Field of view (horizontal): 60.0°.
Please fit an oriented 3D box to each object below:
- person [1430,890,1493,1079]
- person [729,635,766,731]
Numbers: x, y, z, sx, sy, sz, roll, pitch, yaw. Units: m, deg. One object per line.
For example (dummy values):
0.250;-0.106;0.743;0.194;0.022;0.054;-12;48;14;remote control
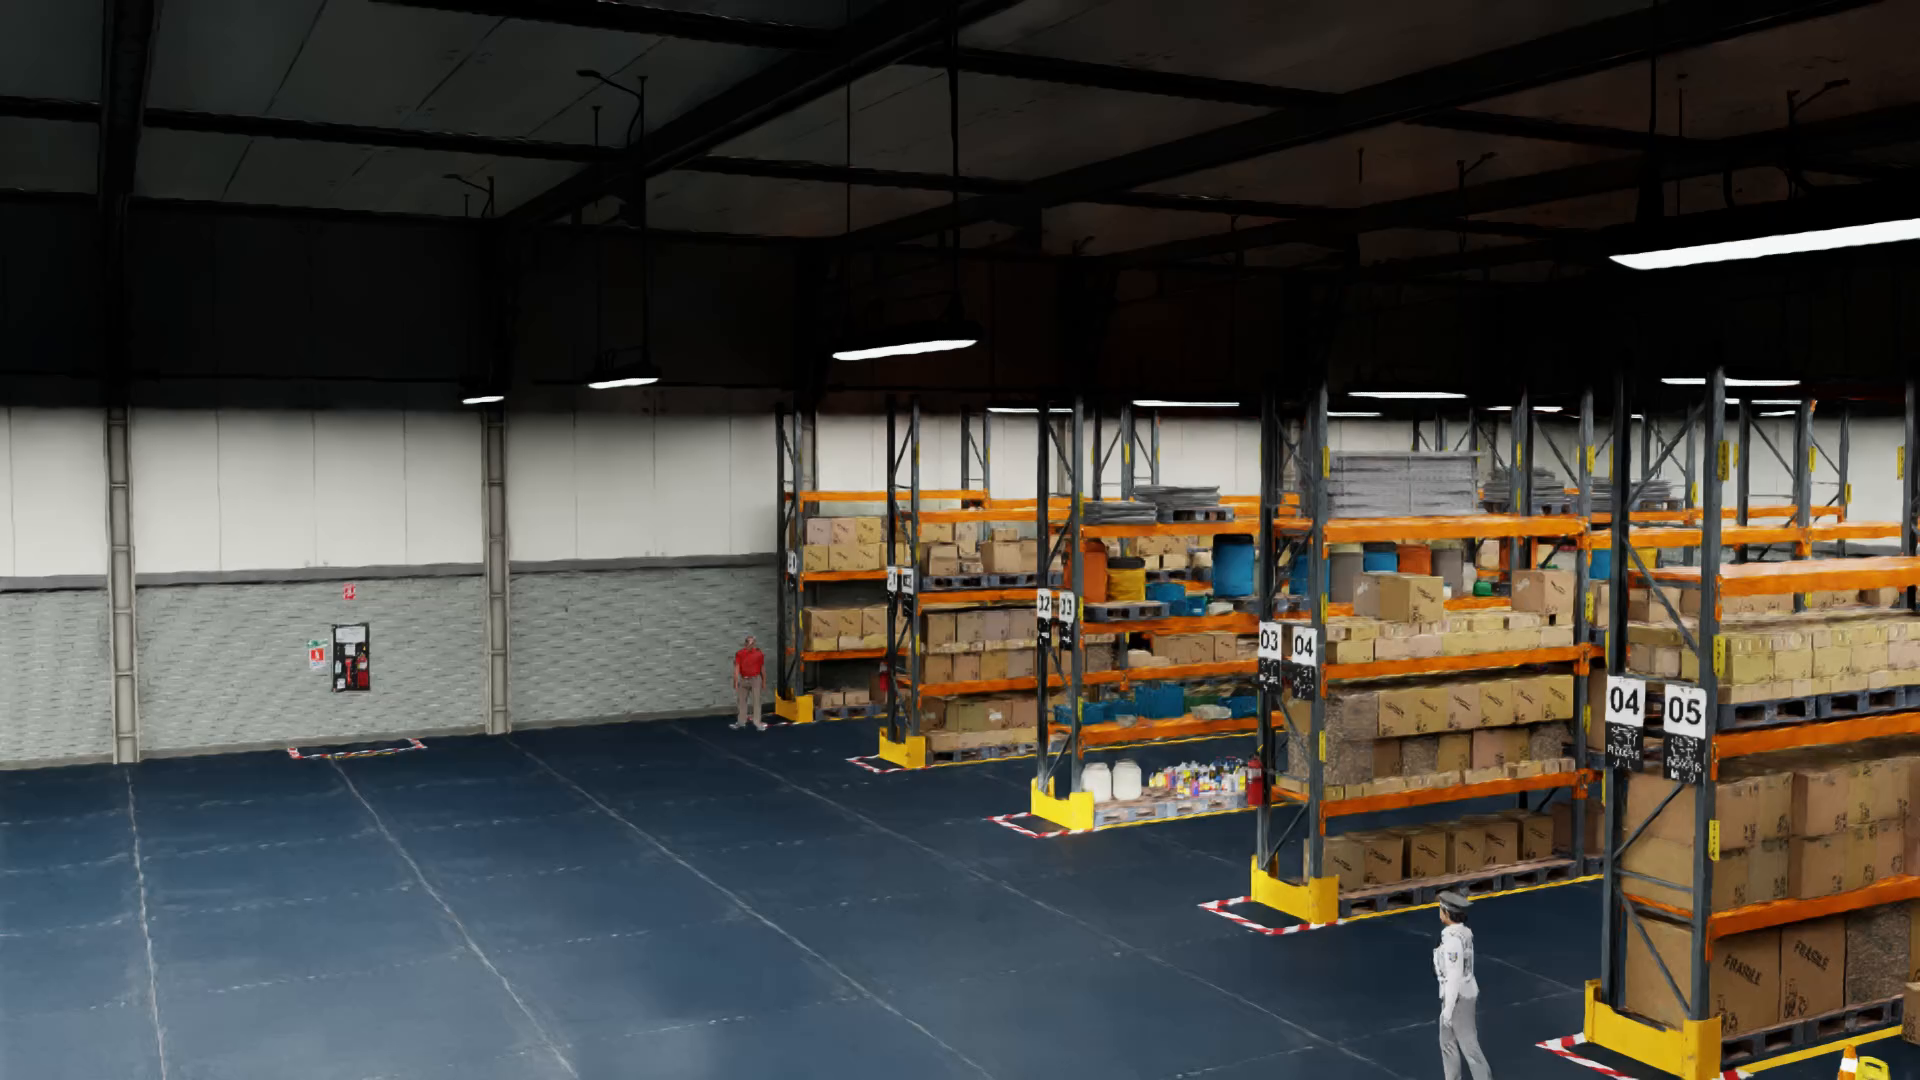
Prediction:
3.931;3.601;13.008;0.569;1.662;0.506;1;4;23;person
-3.868;2.592;30.242;0.727;1.727;0.467;0;3;3;person
